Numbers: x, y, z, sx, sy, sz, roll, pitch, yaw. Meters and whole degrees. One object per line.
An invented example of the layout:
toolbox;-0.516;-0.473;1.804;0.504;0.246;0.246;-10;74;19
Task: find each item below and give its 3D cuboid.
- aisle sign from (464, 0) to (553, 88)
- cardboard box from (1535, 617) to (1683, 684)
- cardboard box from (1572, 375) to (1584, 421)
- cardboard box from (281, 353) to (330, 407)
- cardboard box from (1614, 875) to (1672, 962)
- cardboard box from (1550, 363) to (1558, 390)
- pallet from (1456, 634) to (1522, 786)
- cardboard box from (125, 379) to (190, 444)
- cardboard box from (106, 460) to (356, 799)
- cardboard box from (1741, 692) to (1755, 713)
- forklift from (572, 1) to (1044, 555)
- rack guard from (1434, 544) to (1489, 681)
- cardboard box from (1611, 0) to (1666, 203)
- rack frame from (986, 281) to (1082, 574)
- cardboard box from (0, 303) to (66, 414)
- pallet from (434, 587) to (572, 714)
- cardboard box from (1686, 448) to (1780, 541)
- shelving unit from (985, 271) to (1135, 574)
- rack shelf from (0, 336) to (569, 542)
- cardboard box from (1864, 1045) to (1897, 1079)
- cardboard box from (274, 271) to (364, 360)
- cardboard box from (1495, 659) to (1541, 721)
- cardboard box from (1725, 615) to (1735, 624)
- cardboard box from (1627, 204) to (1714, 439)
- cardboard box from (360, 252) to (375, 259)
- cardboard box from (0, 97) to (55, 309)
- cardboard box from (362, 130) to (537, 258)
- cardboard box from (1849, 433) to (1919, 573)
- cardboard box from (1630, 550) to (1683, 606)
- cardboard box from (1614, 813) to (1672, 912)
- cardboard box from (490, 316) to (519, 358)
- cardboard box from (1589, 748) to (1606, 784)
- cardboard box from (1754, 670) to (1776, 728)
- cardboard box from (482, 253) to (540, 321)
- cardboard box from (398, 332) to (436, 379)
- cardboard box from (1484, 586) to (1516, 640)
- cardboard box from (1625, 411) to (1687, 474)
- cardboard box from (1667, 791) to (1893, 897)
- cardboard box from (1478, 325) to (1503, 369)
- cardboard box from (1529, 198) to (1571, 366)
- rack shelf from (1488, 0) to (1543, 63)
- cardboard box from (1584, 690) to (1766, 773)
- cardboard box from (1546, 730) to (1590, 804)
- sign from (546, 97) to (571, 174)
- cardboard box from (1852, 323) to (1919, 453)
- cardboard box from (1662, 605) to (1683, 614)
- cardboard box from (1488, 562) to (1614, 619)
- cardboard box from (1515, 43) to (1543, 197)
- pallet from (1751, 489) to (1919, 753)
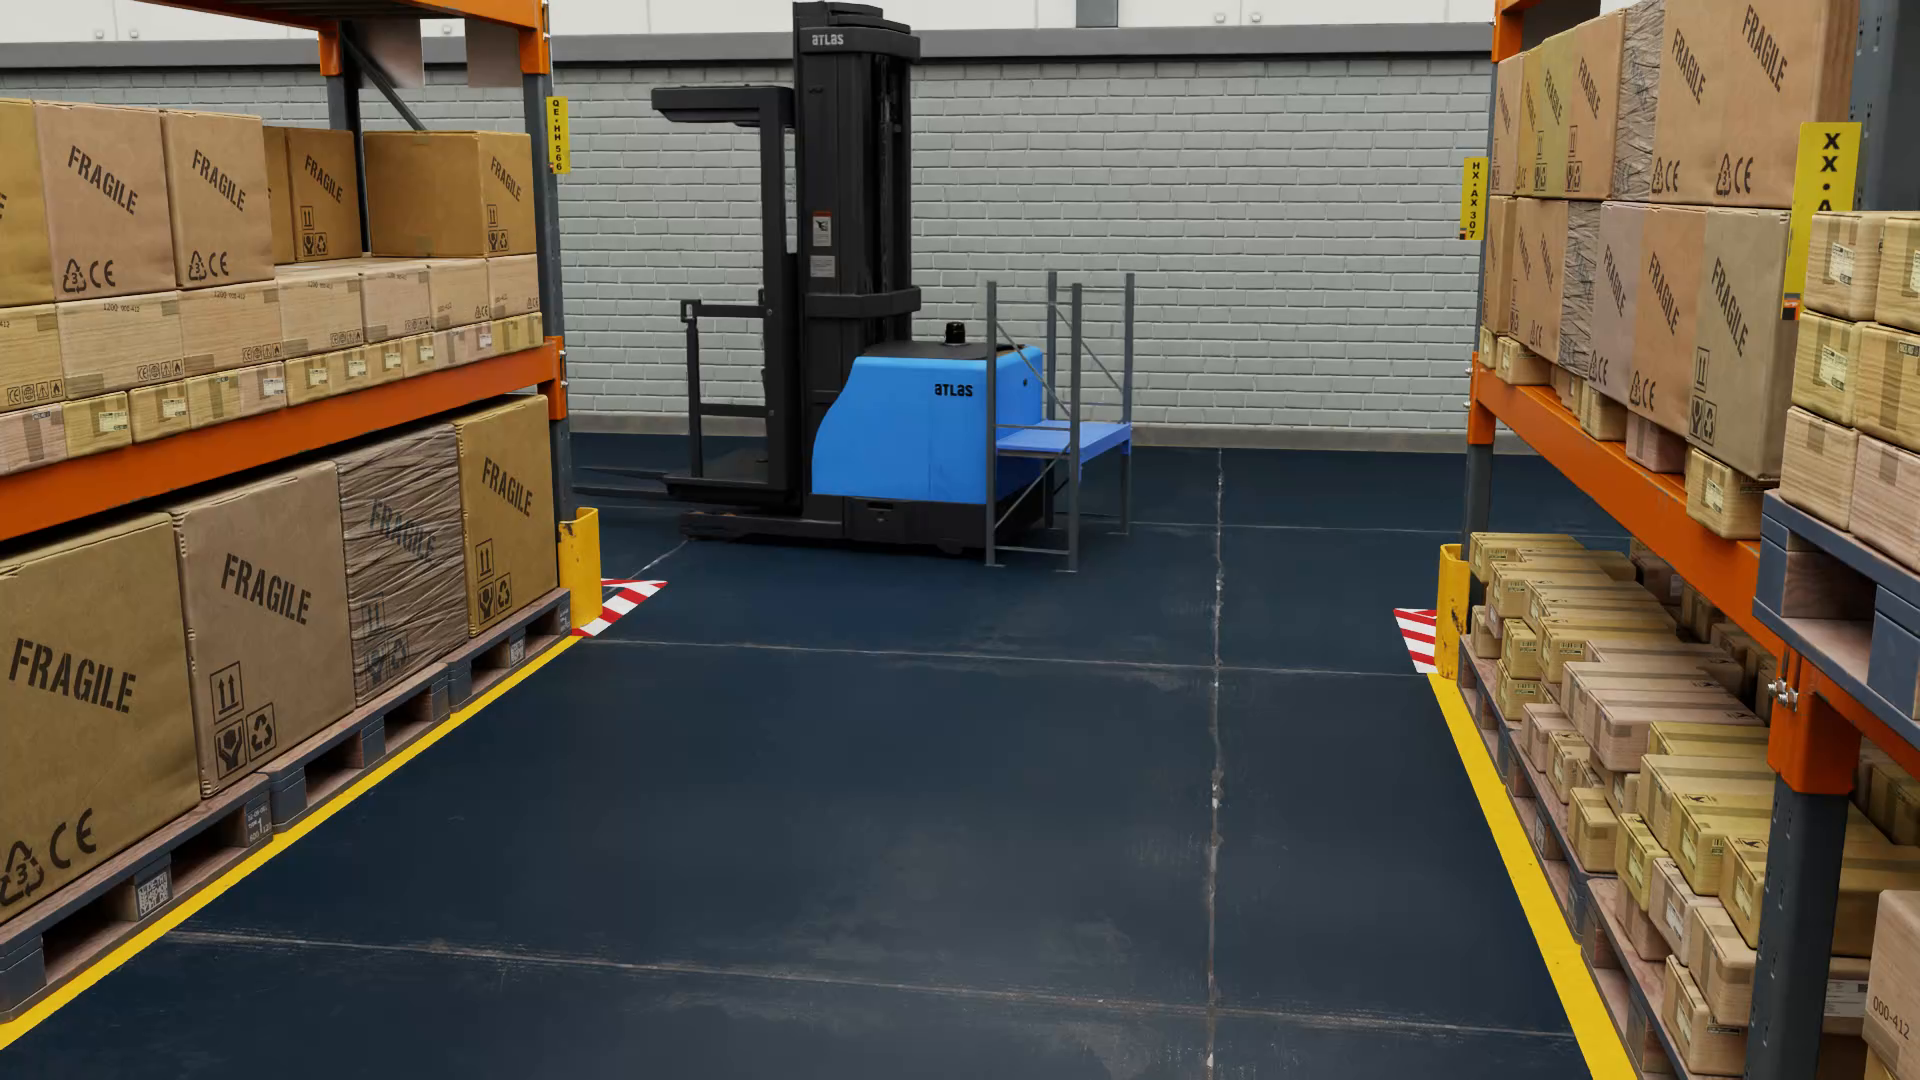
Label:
aisle sign;-1.983;-2.382;7.255;0.394;0.787;0.004;2;12;9
cardboard box;1.996;0.346;5.125;0.380;0.149;0.250;2;12;10
cardboard box;2.032;-0.418;4.909;0.380;0.149;0.250;2;12;11
cardboard box;-2.293;-0.526;5.409;0.380;0.149;0.250;2;12;7
cardboard box;1.803;0.896;3.987;0.380;0.149;0.250;1;12;7
cardboard box;2.224;-0.577;5.649;0.380;0.149;0.250;2;12;11
pallet;2.423;0.623;6.102;1.003;0.211;1.213;2;12;9
cardboard box;-2.412;-0.365;4.665;0.380;0.149;0.250;2;12;7
cardboard box;-2.587;0.238;5.315;0.875;0.875;0.875;2;12;9
cardboard box;2.593;0.507;5.084;0.380;0.149;0.250;3;12;11
forklift;-1.082;-1.518;9.582;3.031;2.935;1.130;4;13;18
rack guard;2.583;0.314;6.851;1.175;0.500;0.348;2;12;9
cardboard box;1.952;-1.095;4.137;0.500;0.500;0.500;2;12;10
rack frame;0.377;-0.578;8.616;0.500;1.500;0.032;5;13;20
cardboard box;-2.575;-0.434;4.039;0.500;0.250;0.500;2;12;8
pallet;-2.336;0.426;7.014;1.003;0.211;1.213;2;12;9
cardboard box;1.724;-0.093;3.400;0.380;0.149;0.250;2;12;7
shelving unit;0.558;-0.678;9.080;0.538;1.500;1.048;5;13;20
rack shelf;-2.598;-0.338;5.648;1.077;0.370;4.000;2;12;9
cardboard box;1.604;1.071;2.342;0.500;0.500;0.500;2;12;11
cardboard box;-2.335;-0.748;5.495;0.500;0.250;0.500;2;12;9
cardboard box;2.060;0.522;5.722;0.380;0.149;0.250;2;12;9
cardboard box;2.665;0.310;5.293;0.380;0.149;0.250;2;12;11
cardboard box;1.856;-0.504;3.766;0.500;0.500;0.500;2;12;7
cardboard box;-2.631;-1.087;7.066;0.500;0.250;0.500;2;12;7
cardboard box;-2.579;-0.803;3.970;0.500;0.500;0.500;2;12;9
cardboard box;-2.106;-1.434;6.899;0.500;0.500;0.500;2;12;9
cardboard box;1.428;-0.049;2.199;0.380;0.149;0.250;2;12;10
cardboard box;2.669;0.142;6.071;0.380;0.149;0.250;2;12;10
cardboard box;1.767;0.763;3.899;0.380;0.149;0.250;1;12;7
cardboard box;-2.058;-0.844;6.886;0.380;0.149;0.250;2;12;9
cardboard box;1.984;0.605;4.631;0.380;0.149;0.250;1;12;6
cardboard box;2.426;0.467;4.565;0.380;0.149;0.250;1;12;6
cardboard box;-2.103;-1.068;6.981;0.500;0.250;0.500;2;12;8
cardboard box;-2.175;-0.685;6.150;0.380;0.149;0.250;2;12;7
cardboard box;2.163;0.275;6.162;0.380;0.149;0.250;2;12;8
cardboard box;1.901;-0.257;4.161;0.380;0.149;0.250;1;12;6
cardboard box;1.777;0.669;3.626;0.380;0.149;0.250;2;12;9
cardboard box;2.221;-0.744;6.424;0.380;0.149;0.250;2;12;8
cardboard box;2.108;-0.820;5.235;0.500;0.500;0.500;2;12;9
rack shelf;2.287;-1.622;4.489;1.077;0.370;4.000;2;12;9
cardboard box;1.876;0.506;4.382;0.380;0.149;0.250;1;12;6
cardboard box;1.973;0.685;4.963;0.380;0.149;0.250;2;12;9
sign;-1.756;-1.767;7.262;0.100;0.325;0.005;2;12;9
cardboard box;1.427;-0.198;2.186;0.380;0.149;0.250;2;12;8
cardboard box;2.702;0.291;6.088;0.380;0.149;0.250;2;12;7
cardboard box;2.090;0.181;5.891;0.380;0.149;0.250;2;12;8
cardboard box;2.192;-1.417;5.631;0.500;0.500;0.500;2;12;10
pallet;1.718;0.157;2.101;1.003;0.211;1.213;2;12;9
